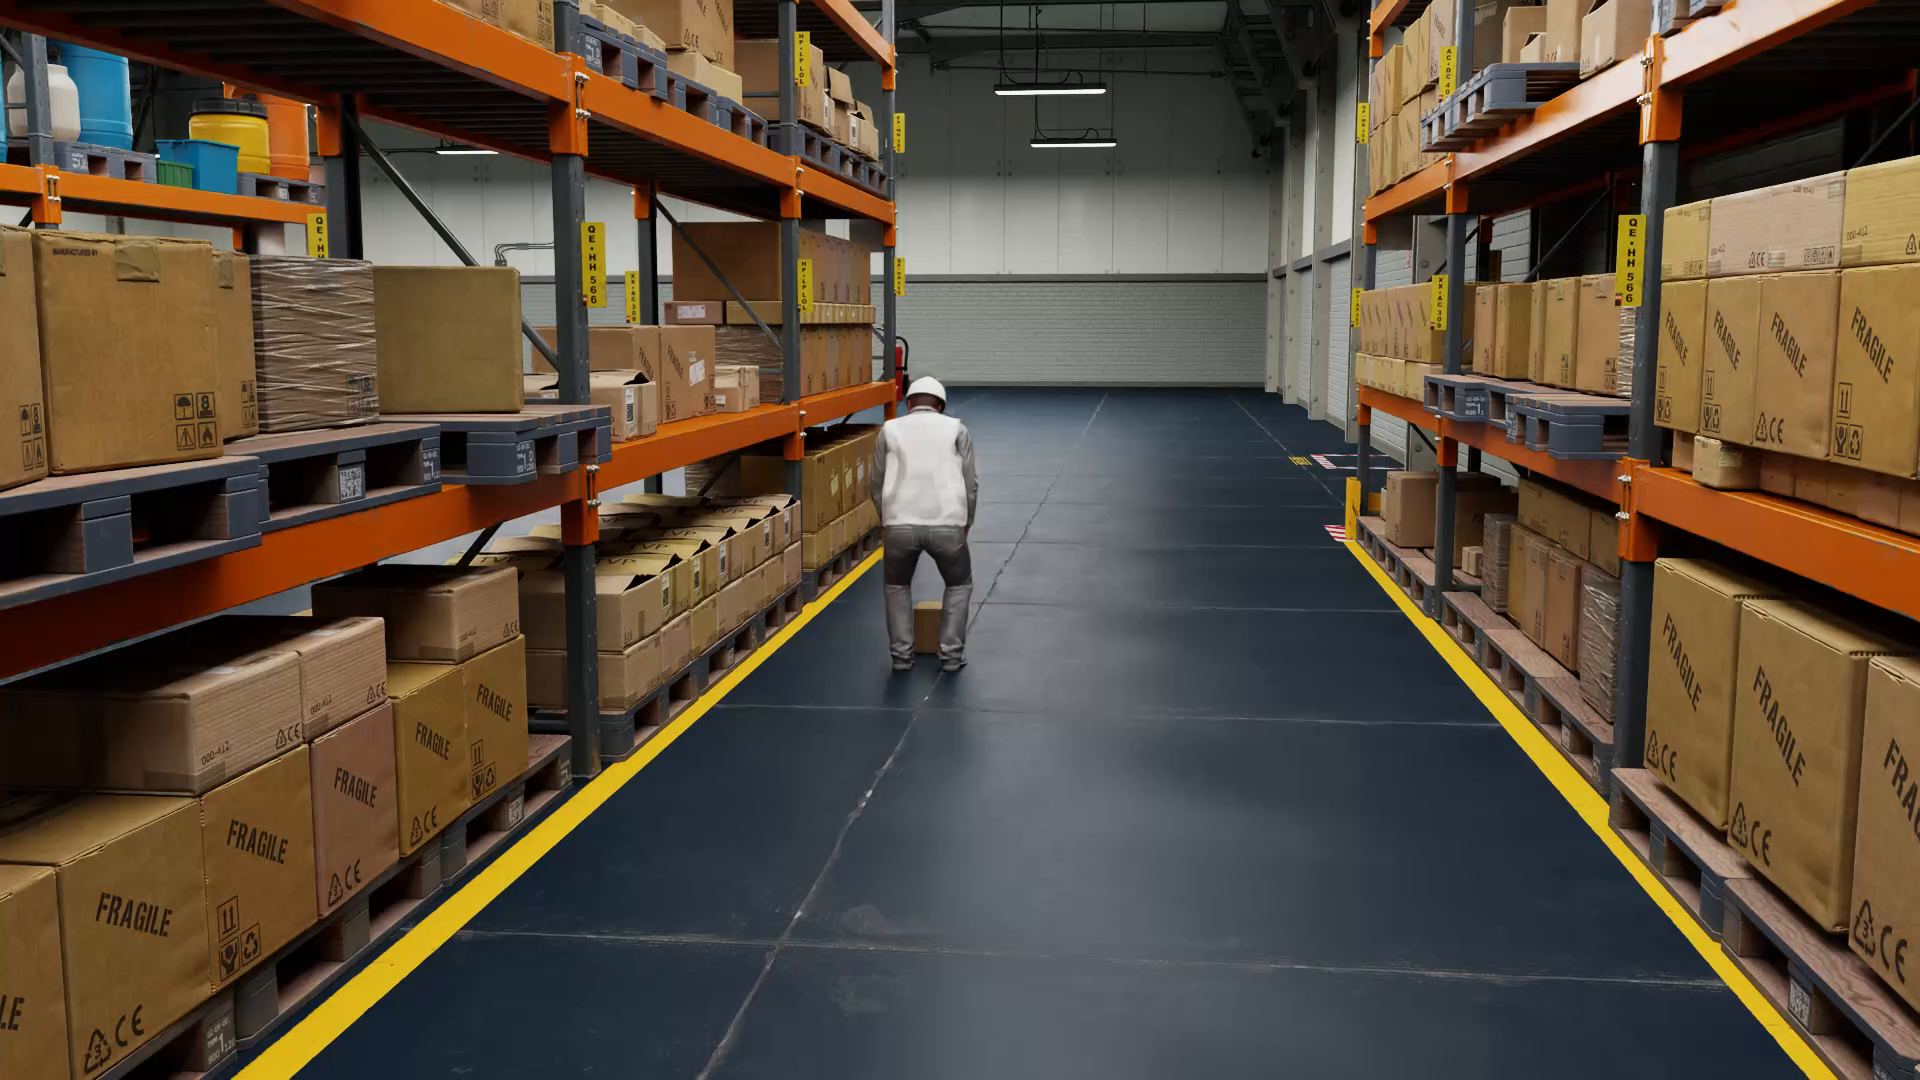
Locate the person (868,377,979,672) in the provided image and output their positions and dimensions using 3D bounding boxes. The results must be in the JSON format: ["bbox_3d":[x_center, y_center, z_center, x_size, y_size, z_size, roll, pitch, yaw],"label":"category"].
[{"bbox_3d":[-0.202,-0.089,8.807,0.589,1.534,0.693,1,8,7],"label":"person"}]
